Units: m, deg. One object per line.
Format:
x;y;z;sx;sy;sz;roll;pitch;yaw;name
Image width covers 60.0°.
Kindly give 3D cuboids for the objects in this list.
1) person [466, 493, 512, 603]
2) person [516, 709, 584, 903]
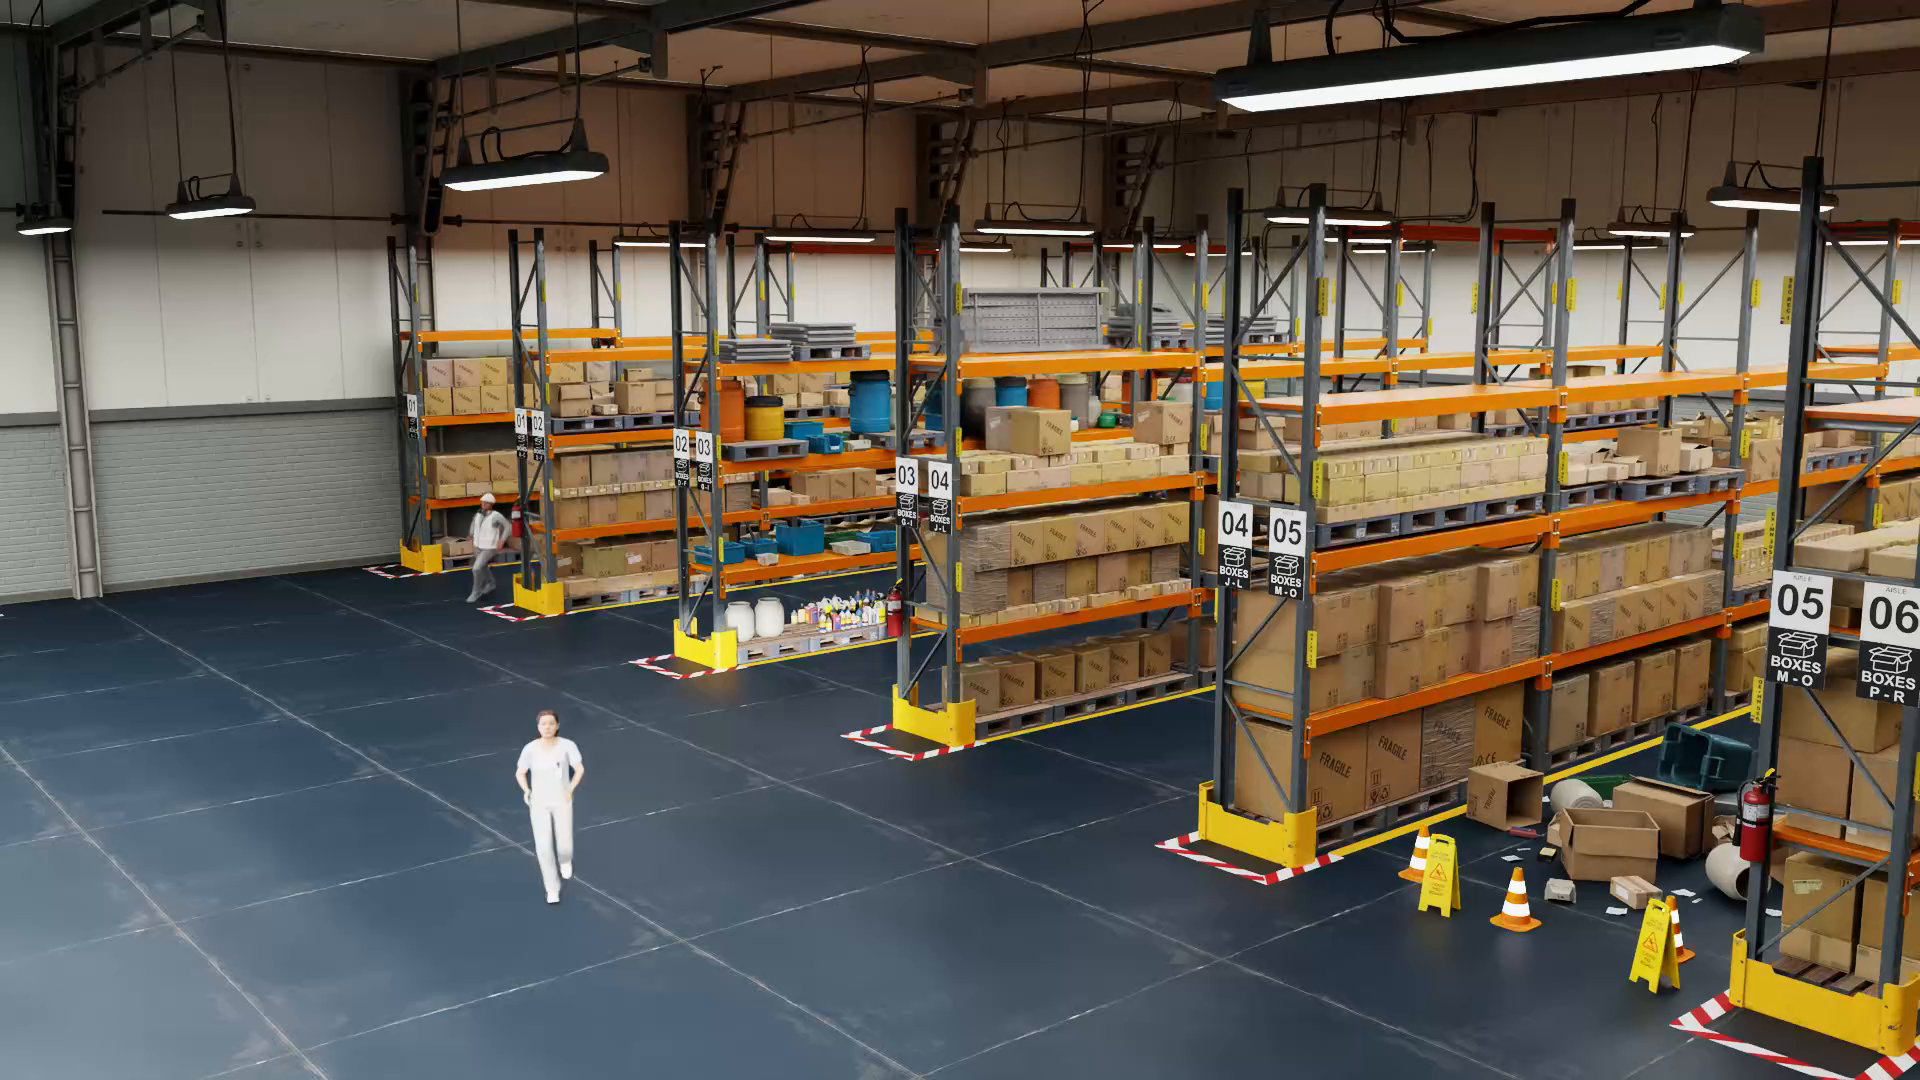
-7.770;0.123;27.305;0.727;1.800;0.757;5;10;30;person
-3.464;2.218;14.070;0.561;1.617;0.594;-2;9;-10;person
